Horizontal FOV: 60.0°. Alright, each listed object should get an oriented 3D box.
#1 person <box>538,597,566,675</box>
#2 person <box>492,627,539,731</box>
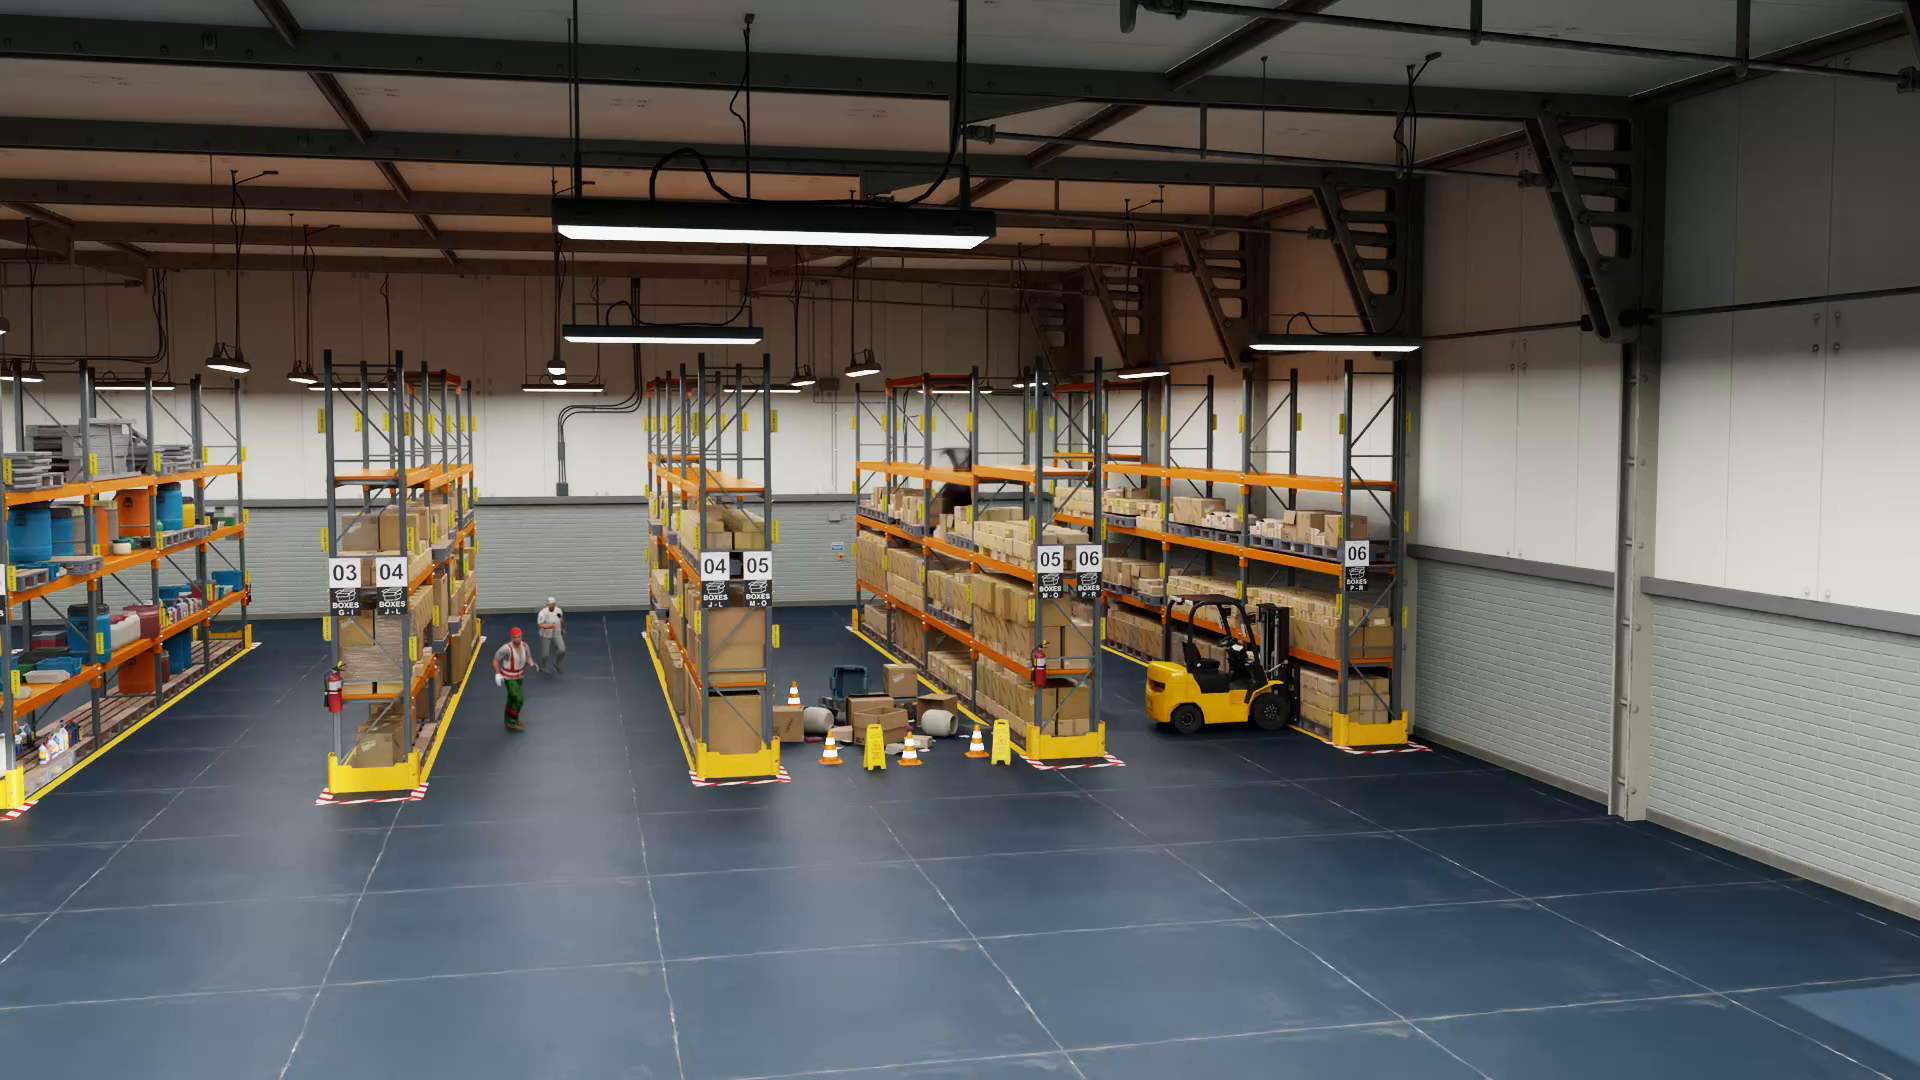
[{"bbox_3d":[-8.132,1.915,33.099,0.614,1.582,0.904,-2,5,-32],"label":"person"},{"bbox_3d":[-7.270,2.274,27.273,0.824,1.733,0.656,2,4,22],"label":"person"}]
